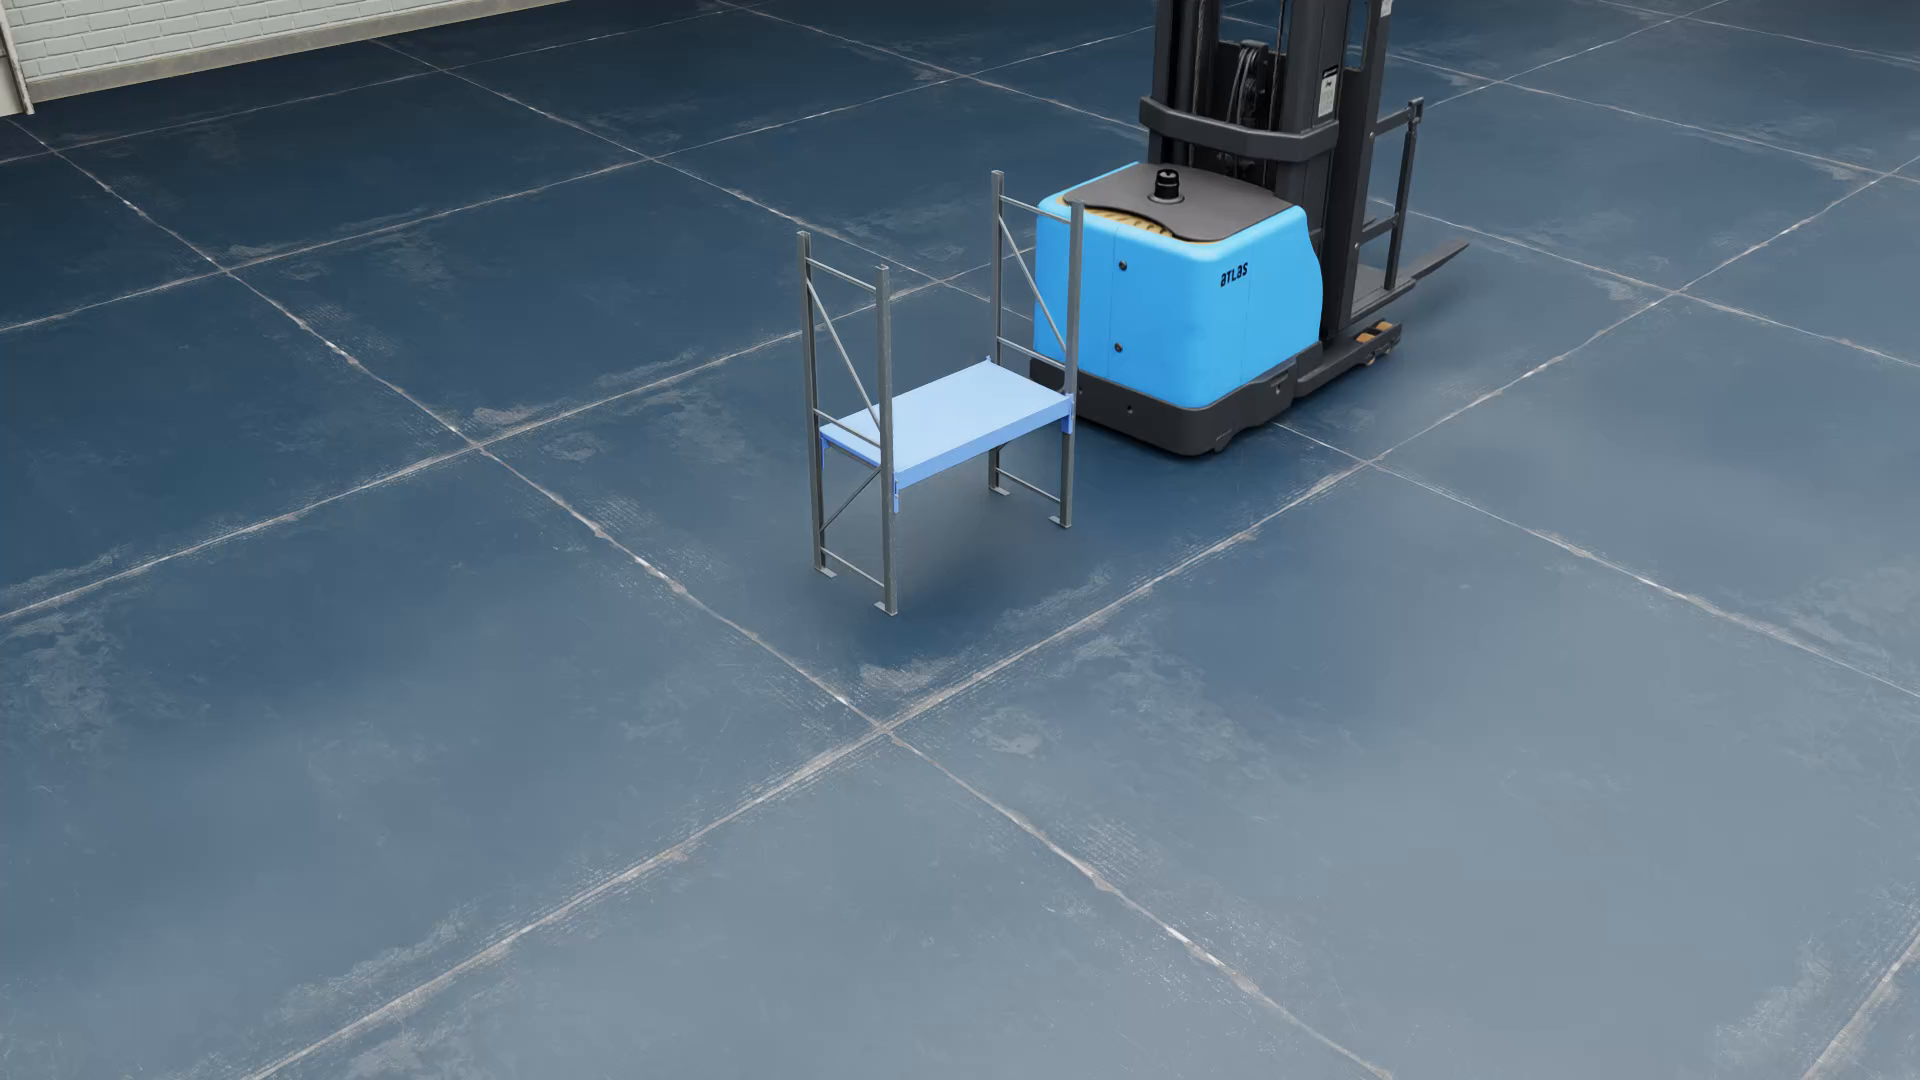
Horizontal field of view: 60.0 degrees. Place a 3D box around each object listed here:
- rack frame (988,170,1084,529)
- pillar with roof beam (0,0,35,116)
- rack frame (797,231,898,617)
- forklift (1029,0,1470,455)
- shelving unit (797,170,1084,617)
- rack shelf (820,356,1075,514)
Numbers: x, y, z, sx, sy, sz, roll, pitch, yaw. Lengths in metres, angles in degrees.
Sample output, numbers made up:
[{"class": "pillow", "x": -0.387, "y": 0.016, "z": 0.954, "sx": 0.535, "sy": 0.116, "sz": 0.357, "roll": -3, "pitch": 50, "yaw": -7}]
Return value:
[{"class": "rack frame", "x": 0.310, "y": -0.790, "z": 7.104, "sx": 0.032, "sy": 1.500, "sz": 0.500, "roll": -26, "pitch": 40, "yaw": -35}, {"class": "pillar with roof beam", "x": -4.272, "y": -5.389, "z": 7.437, "sx": 0.400, "sy": 9.000, "sz": 9.100, "roll": -26, "pitch": 40, "yaw": -35}, {"class": "rack frame", "x": -0.435, "y": -0.429, "z": 6.514, "sx": 0.032, "sy": 1.500, "sz": 0.500, "roll": -26, "pitch": 40, "yaw": -35}, {"class": "forklift", "x": 1.705, "y": -2.329, "z": 8.250, "sx": 1.130, "sy": 2.935, "sz": 3.031, "roll": 25, "pitch": 39, "yaw": 35}, {"class": "shelving unit", "x": -0.063, "y": -0.610, "z": 6.809, "sx": 1.048, "sy": 1.500, "sz": 0.538, "roll": -26, "pitch": 40, "yaw": -35}, {"class": "rack shelf", "x": -0.063, "y": -0.456, "z": 6.903, "sx": 1.000, "sy": 0.185, "sz": 0.538, "roll": -26, "pitch": 40, "yaw": -35}]
